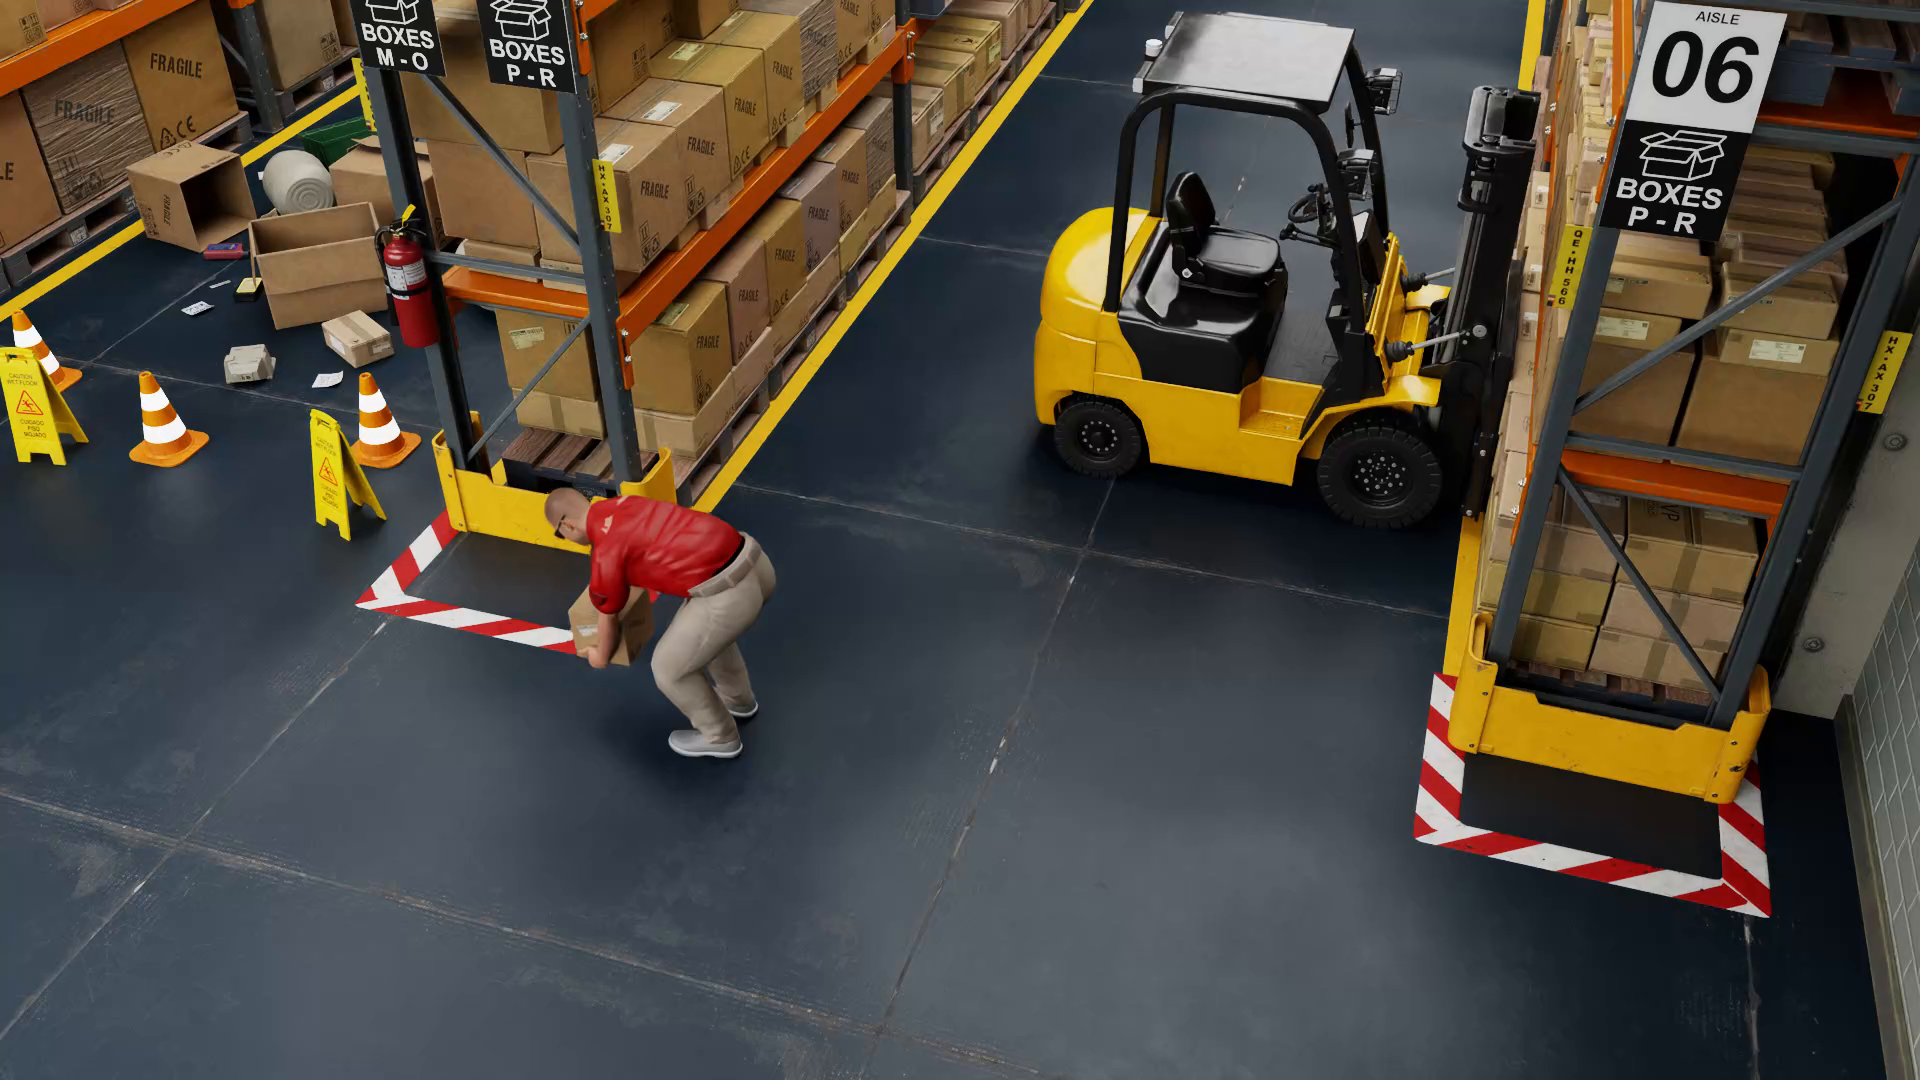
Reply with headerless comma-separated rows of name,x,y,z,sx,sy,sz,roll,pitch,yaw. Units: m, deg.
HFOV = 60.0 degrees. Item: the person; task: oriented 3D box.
person,-1.227,0.323,6.944,0.931,1.170,0.508,9,38,12
